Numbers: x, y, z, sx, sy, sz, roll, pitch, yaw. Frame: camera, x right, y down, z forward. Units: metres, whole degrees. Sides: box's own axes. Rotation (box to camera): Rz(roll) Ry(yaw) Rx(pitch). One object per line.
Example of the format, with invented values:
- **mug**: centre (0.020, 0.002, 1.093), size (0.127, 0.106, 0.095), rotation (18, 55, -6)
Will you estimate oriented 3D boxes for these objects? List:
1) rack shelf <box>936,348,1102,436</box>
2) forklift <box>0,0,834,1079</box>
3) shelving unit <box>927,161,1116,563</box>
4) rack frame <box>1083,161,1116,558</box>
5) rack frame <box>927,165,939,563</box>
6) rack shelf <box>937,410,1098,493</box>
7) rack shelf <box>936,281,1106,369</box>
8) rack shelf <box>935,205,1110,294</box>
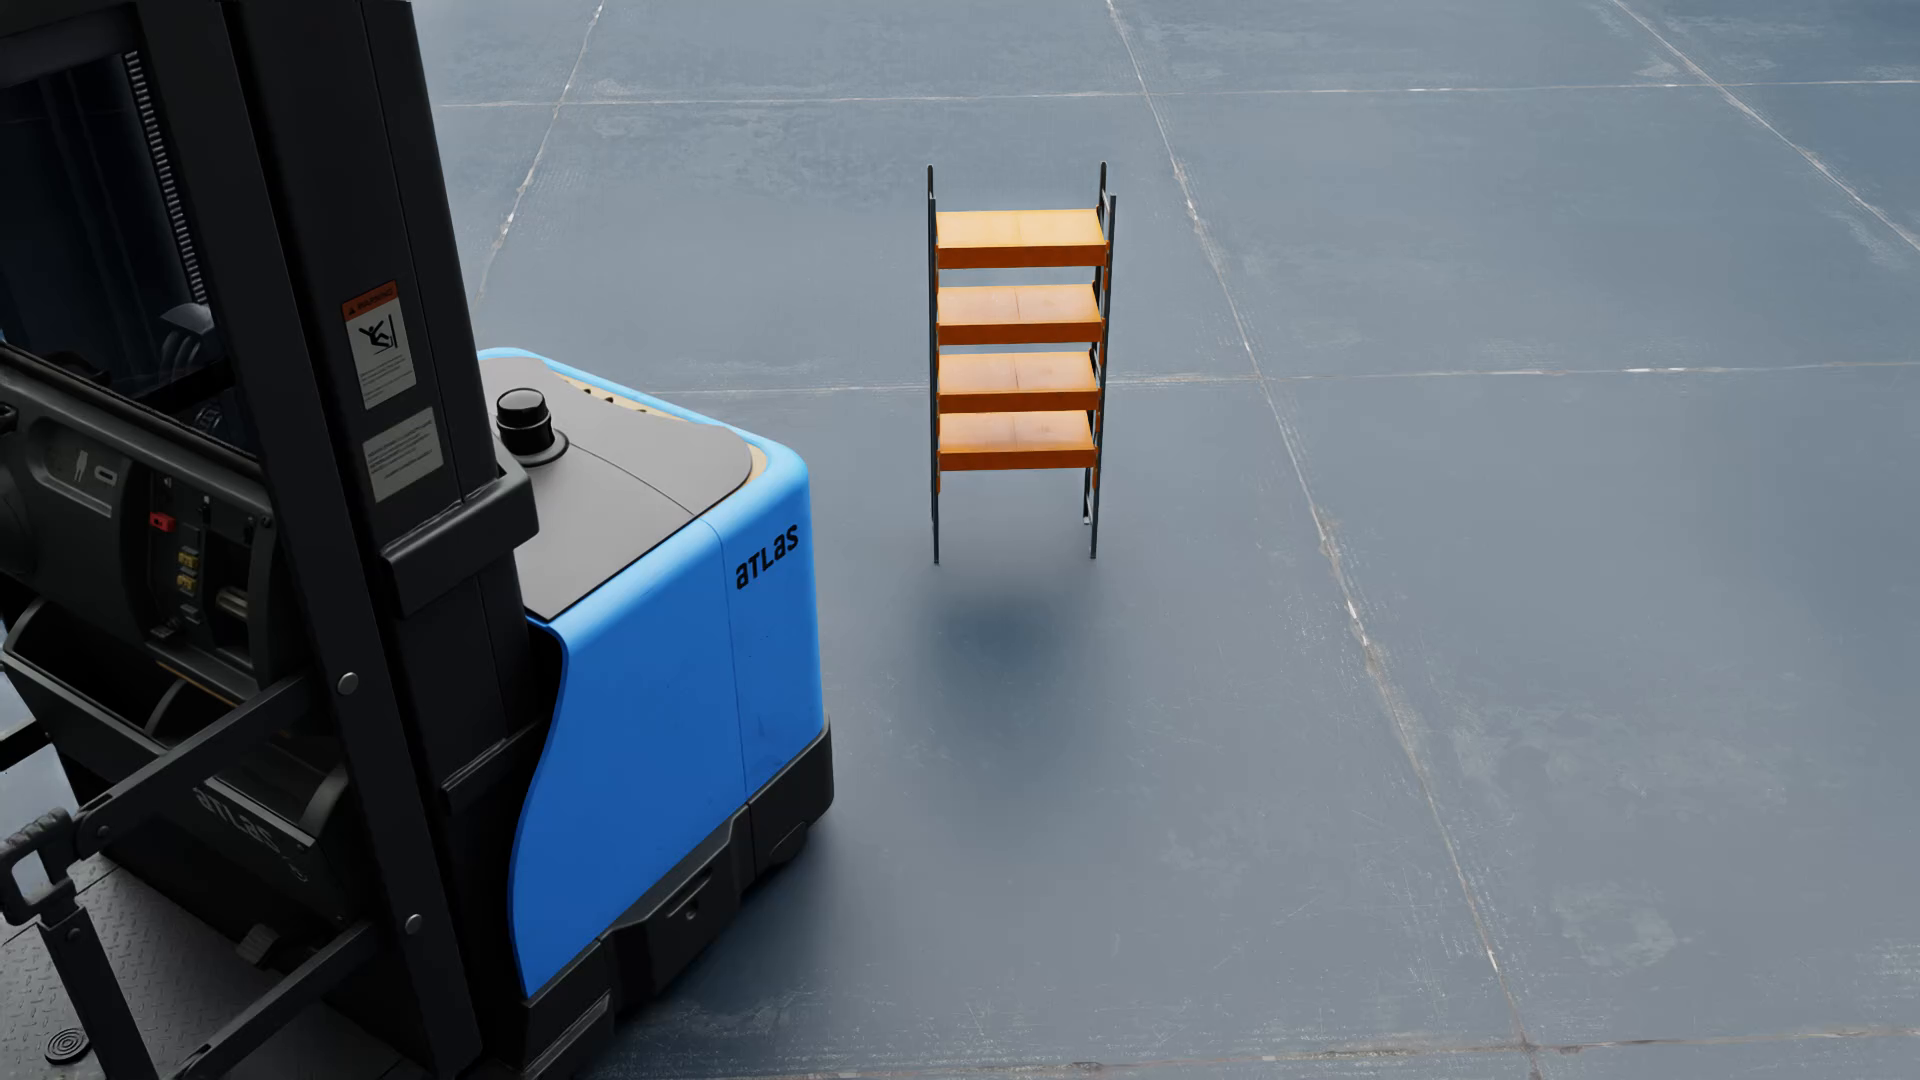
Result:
- **rack shelf**: centre (0.165, -0.443, 4.953), size (0.480, 0.148, 0.258), rotation (-2, 35, -2)
- **forklift**: centre (-1.550, 0.034, 2.626), size (1.130, 2.935, 3.031), rotation (21, 40, 27)
- **shelving unit**: centre (0.165, -0.498, 4.915), size (0.503, 1.200, 0.258), rotation (-2, 35, -2)
- **rack frame**: centre (0.409, -0.504, 4.924), size (0.015, 1.200, 0.240), rotation (-2, 35, -2)
- **rack frame**: centre (-0.078, -0.491, 4.905), size (0.015, 1.200, 0.240), rotation (-2, 35, -2)
- **rack shelf**: centre (0.165, -0.279, 5.066), size (0.480, 0.148, 0.258), rotation (-2, 35, -2)
- **rack shelf**: centre (0.165, -0.626, 4.826), size (0.480, 0.148, 0.258), rotation (-2, 35, -2)
- **rack shelf**: centre (0.165, -0.821, 4.691), size (0.480, 0.148, 0.258), rotation (-2, 35, -2)
